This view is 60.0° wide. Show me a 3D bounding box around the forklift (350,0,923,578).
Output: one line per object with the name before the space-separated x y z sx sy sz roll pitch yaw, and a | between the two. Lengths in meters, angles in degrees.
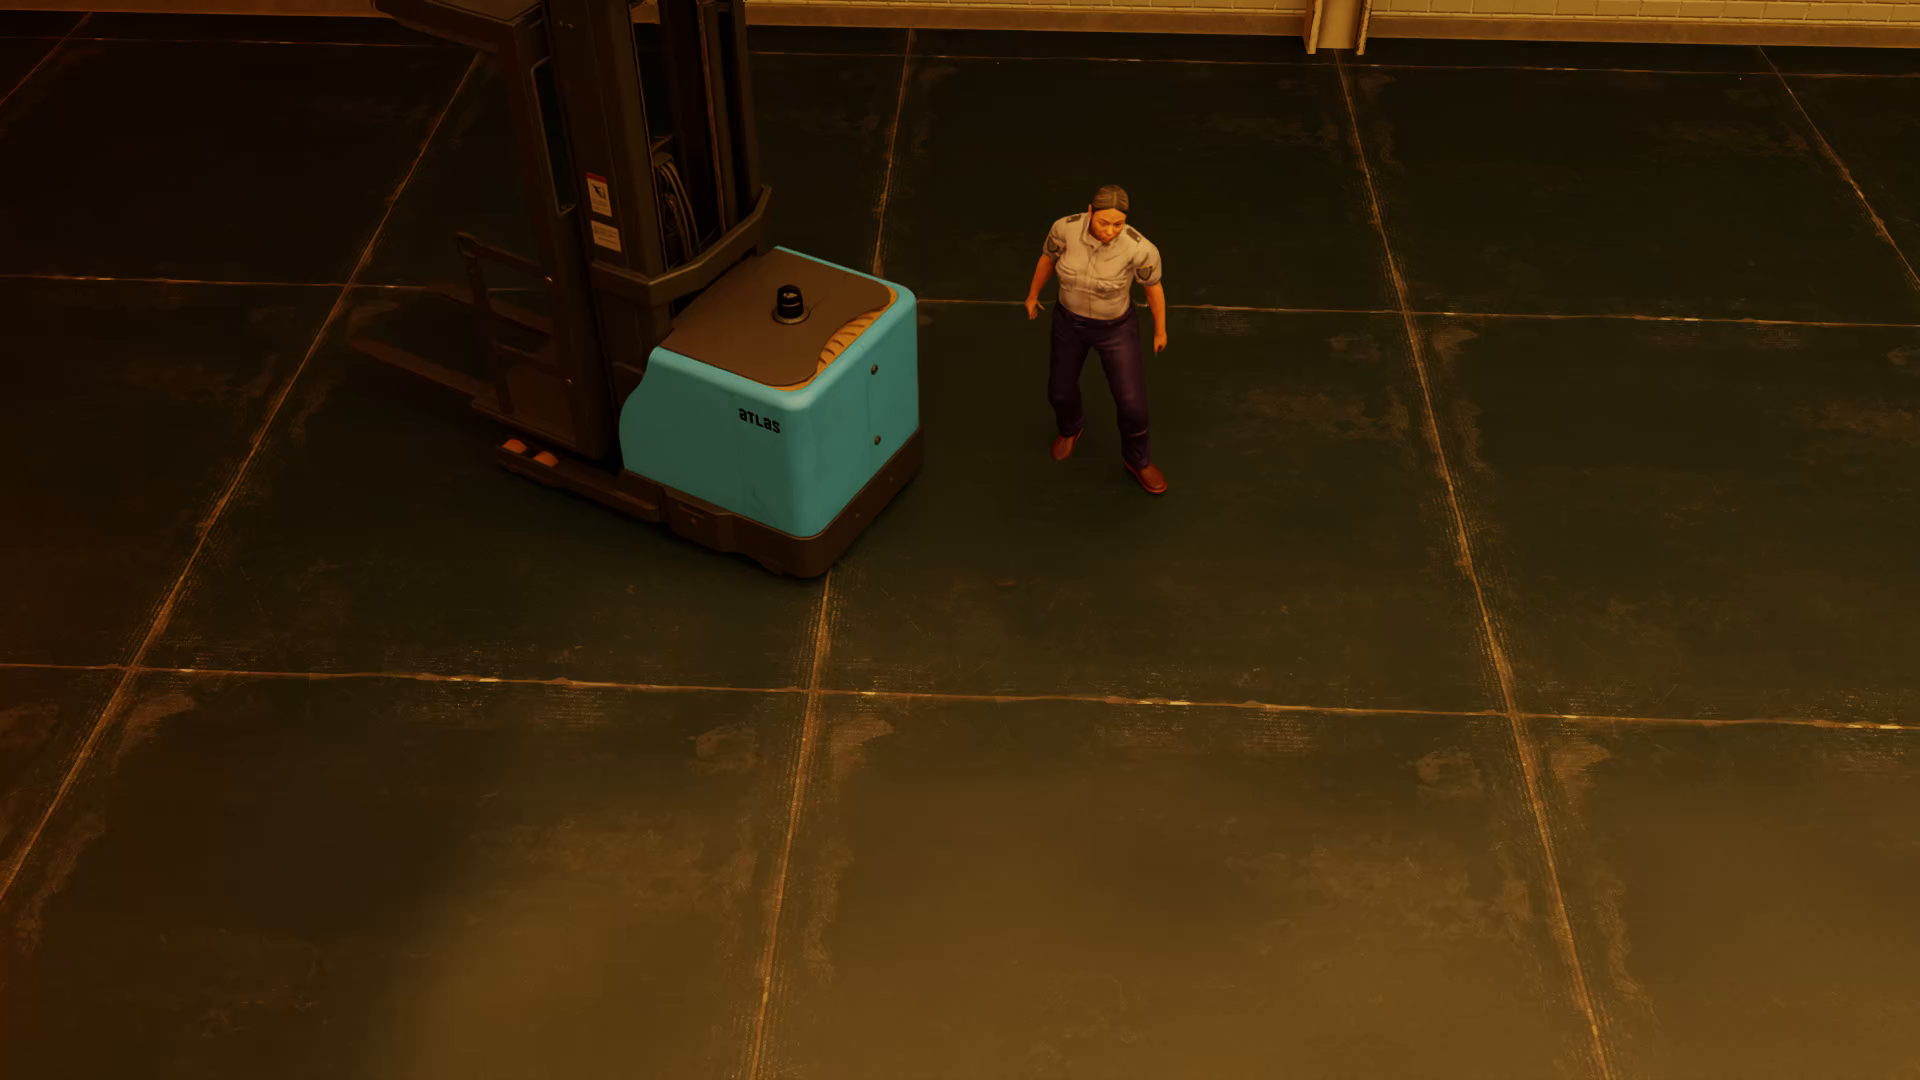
forklift | -1.721 -1.640 7.539 3.031 2.935 1.130 21 46 21

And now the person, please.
person | 0.675 -0.997 7.831 0.827 1.624 0.395 16 45 17
